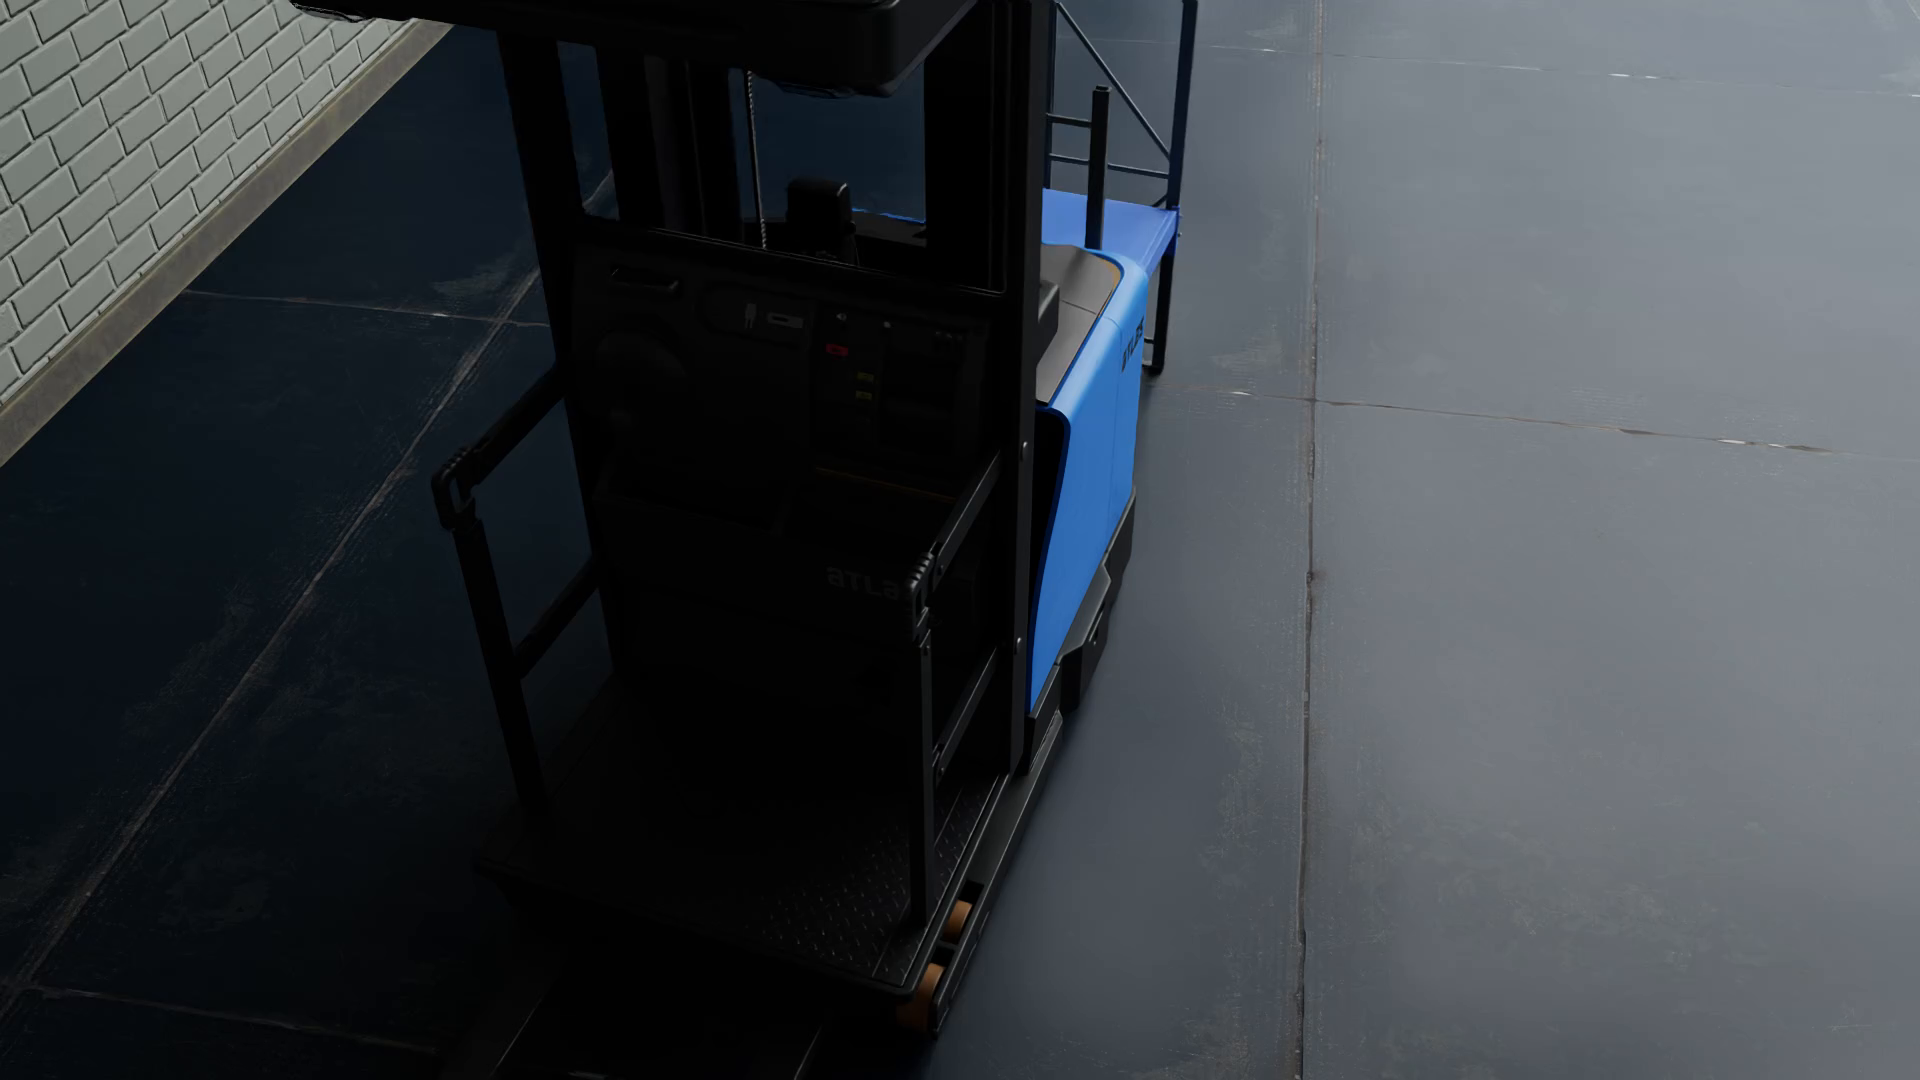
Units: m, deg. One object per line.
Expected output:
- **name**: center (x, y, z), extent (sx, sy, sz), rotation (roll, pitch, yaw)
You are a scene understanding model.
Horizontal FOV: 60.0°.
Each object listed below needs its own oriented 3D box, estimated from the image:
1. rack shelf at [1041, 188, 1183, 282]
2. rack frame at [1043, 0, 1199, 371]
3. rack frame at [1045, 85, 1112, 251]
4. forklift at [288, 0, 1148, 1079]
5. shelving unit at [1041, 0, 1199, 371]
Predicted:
- **rack shelf**: center (0.328, -0.809, 5.333), extent (0.538, 0.185, 1.000), rotation (13, 41, 15)
- **rack frame**: center (0.501, -1.252, 5.587), extent (0.500, 1.500, 0.032), rotation (13, 41, 15)
- **rack frame**: center (0.155, -0.643, 4.850), extent (0.500, 1.500, 0.032), rotation (13, 41, 15)
- **forklift**: center (-0.457, -0.288, 3.298), extent (1.130, 2.935, 3.031), rotation (13, 41, 15)
- **shelving unit**: center (0.328, -0.947, 5.219), extent (0.538, 1.500, 1.048), rotation (13, 41, 15)
